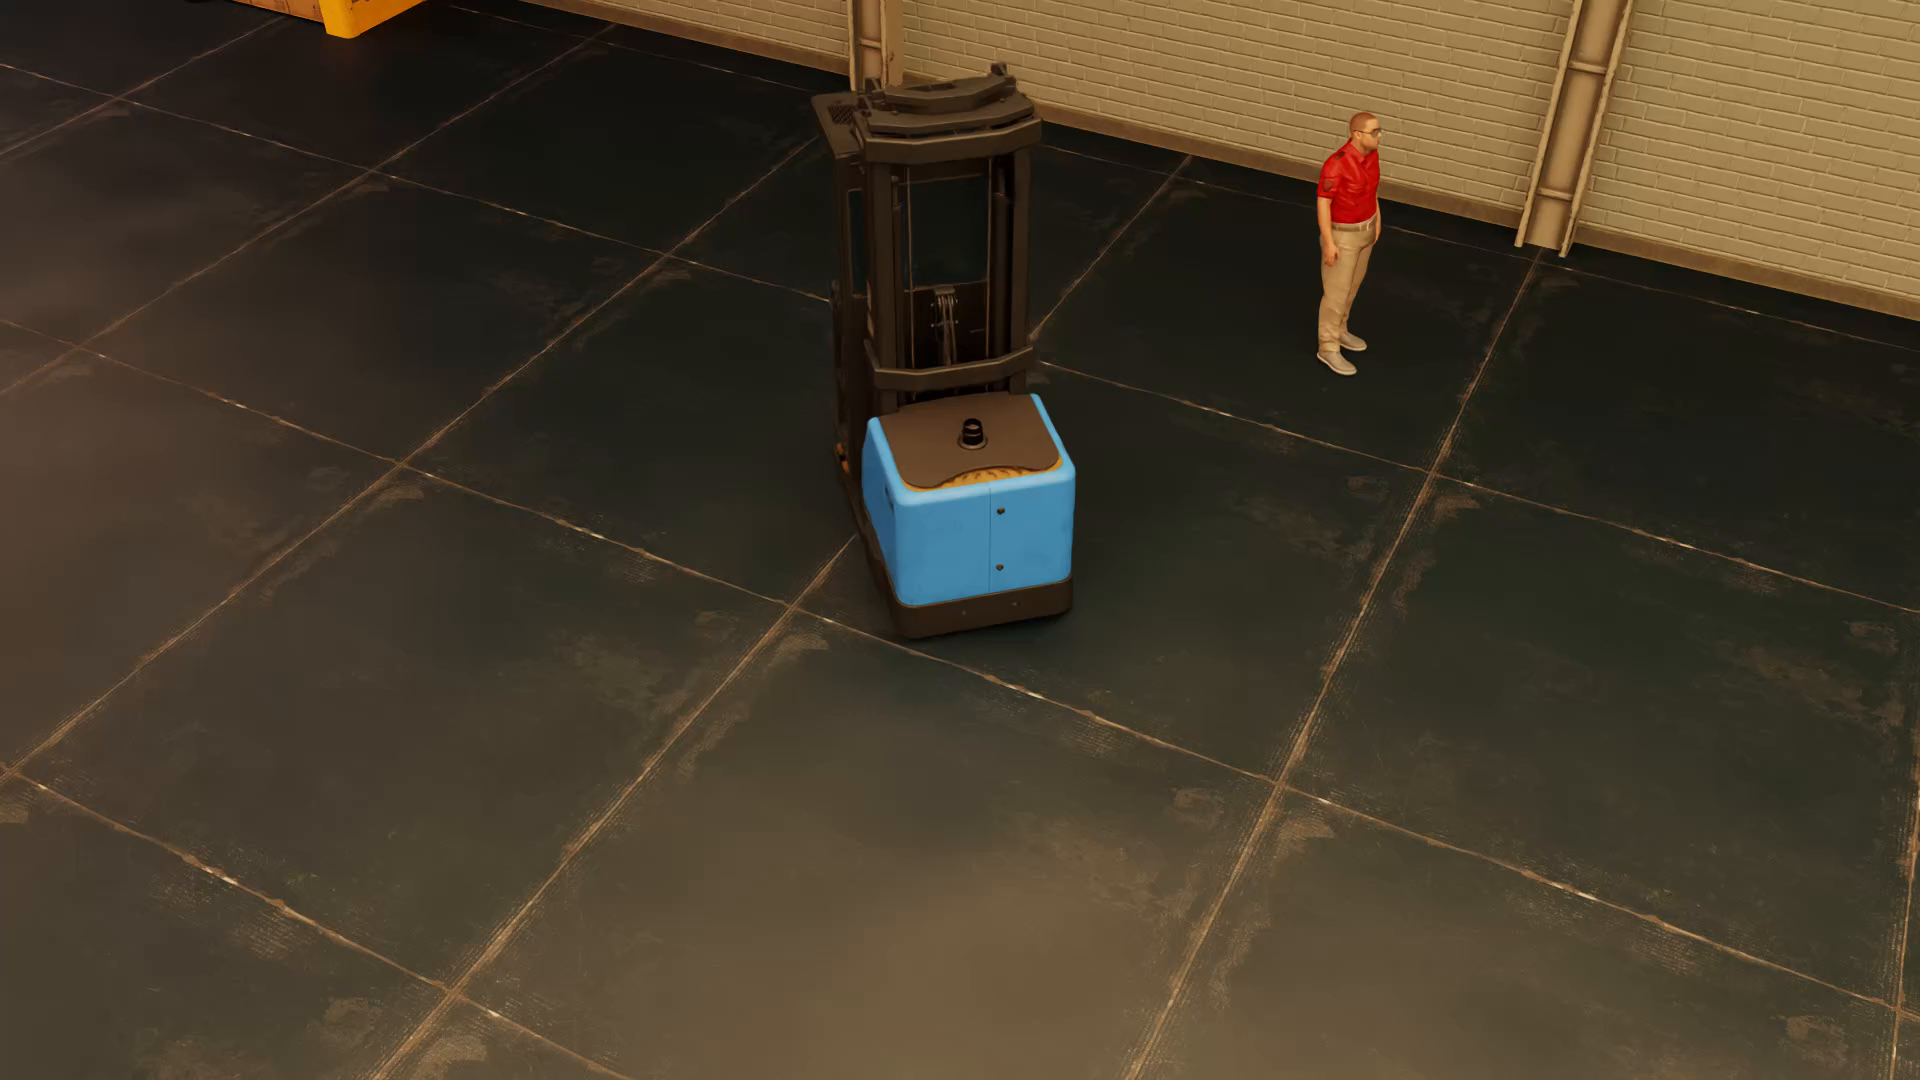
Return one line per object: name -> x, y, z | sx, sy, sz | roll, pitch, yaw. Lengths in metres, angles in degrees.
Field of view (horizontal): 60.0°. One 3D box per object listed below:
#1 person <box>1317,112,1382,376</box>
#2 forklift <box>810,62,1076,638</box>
person -> 2.728, -2.045, 11.337 | 0.552, 1.728, 0.638 | 32, 49, 32
forklift -> -0.210, -1.518, 9.788 | 1.130, 2.935, 3.031 | -9, 41, -11
